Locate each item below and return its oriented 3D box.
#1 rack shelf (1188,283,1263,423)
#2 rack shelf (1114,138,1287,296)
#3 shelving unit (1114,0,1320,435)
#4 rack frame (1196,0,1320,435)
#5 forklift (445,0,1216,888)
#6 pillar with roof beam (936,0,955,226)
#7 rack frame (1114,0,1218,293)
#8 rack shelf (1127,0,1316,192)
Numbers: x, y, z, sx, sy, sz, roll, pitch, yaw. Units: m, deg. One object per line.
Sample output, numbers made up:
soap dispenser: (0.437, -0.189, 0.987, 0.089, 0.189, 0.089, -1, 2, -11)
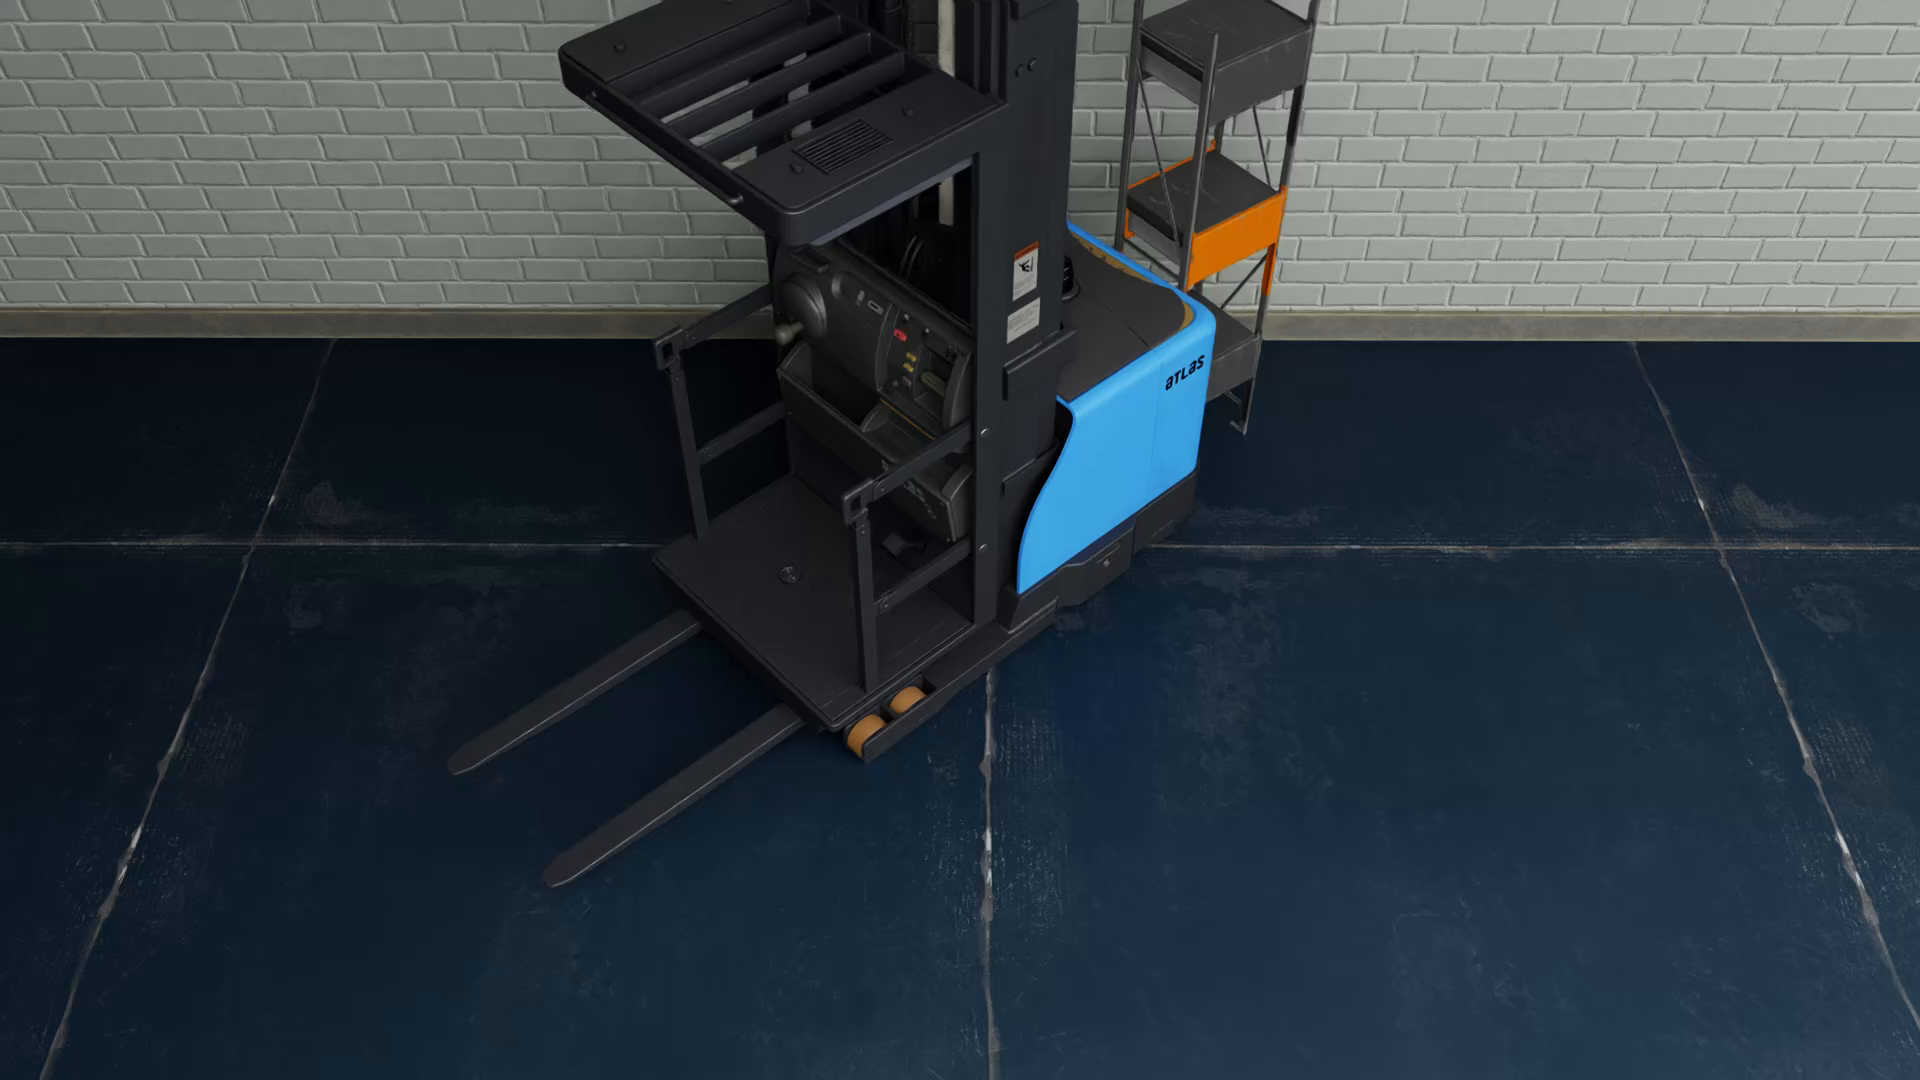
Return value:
rack shelf: (0.928, -0.700, 7.022, 0.480, 0.518, 0.431, -29, 53, -24)
rack shelf: (0.928, -1.177, 6.510, 0.480, 0.518, 0.431, -29, 53, -24)
shelving unit: (0.928, -1.186, 6.500, 0.503, 2.100, 0.431, -29, 53, -24)
rack frame: (1.122, -1.294, 6.601, 0.015, 2.100, 0.400, -29, 53, -24)
forklift: (-0.458, -0.633, 5.417, 3.031, 2.935, 1.130, -34, 56, -27)
pillar with roof beam: (0.096, -0.757, 1.388, 0.400, 9.000, 9.100, 0, 47, 0)
rack frame: (0.733, -1.078, 6.400, 0.015, 2.100, 0.400, -29, 53, -24)
rack shelf: (0.927, -1.654, 5.998, 0.480, 0.518, 0.431, -29, 53, -24)
